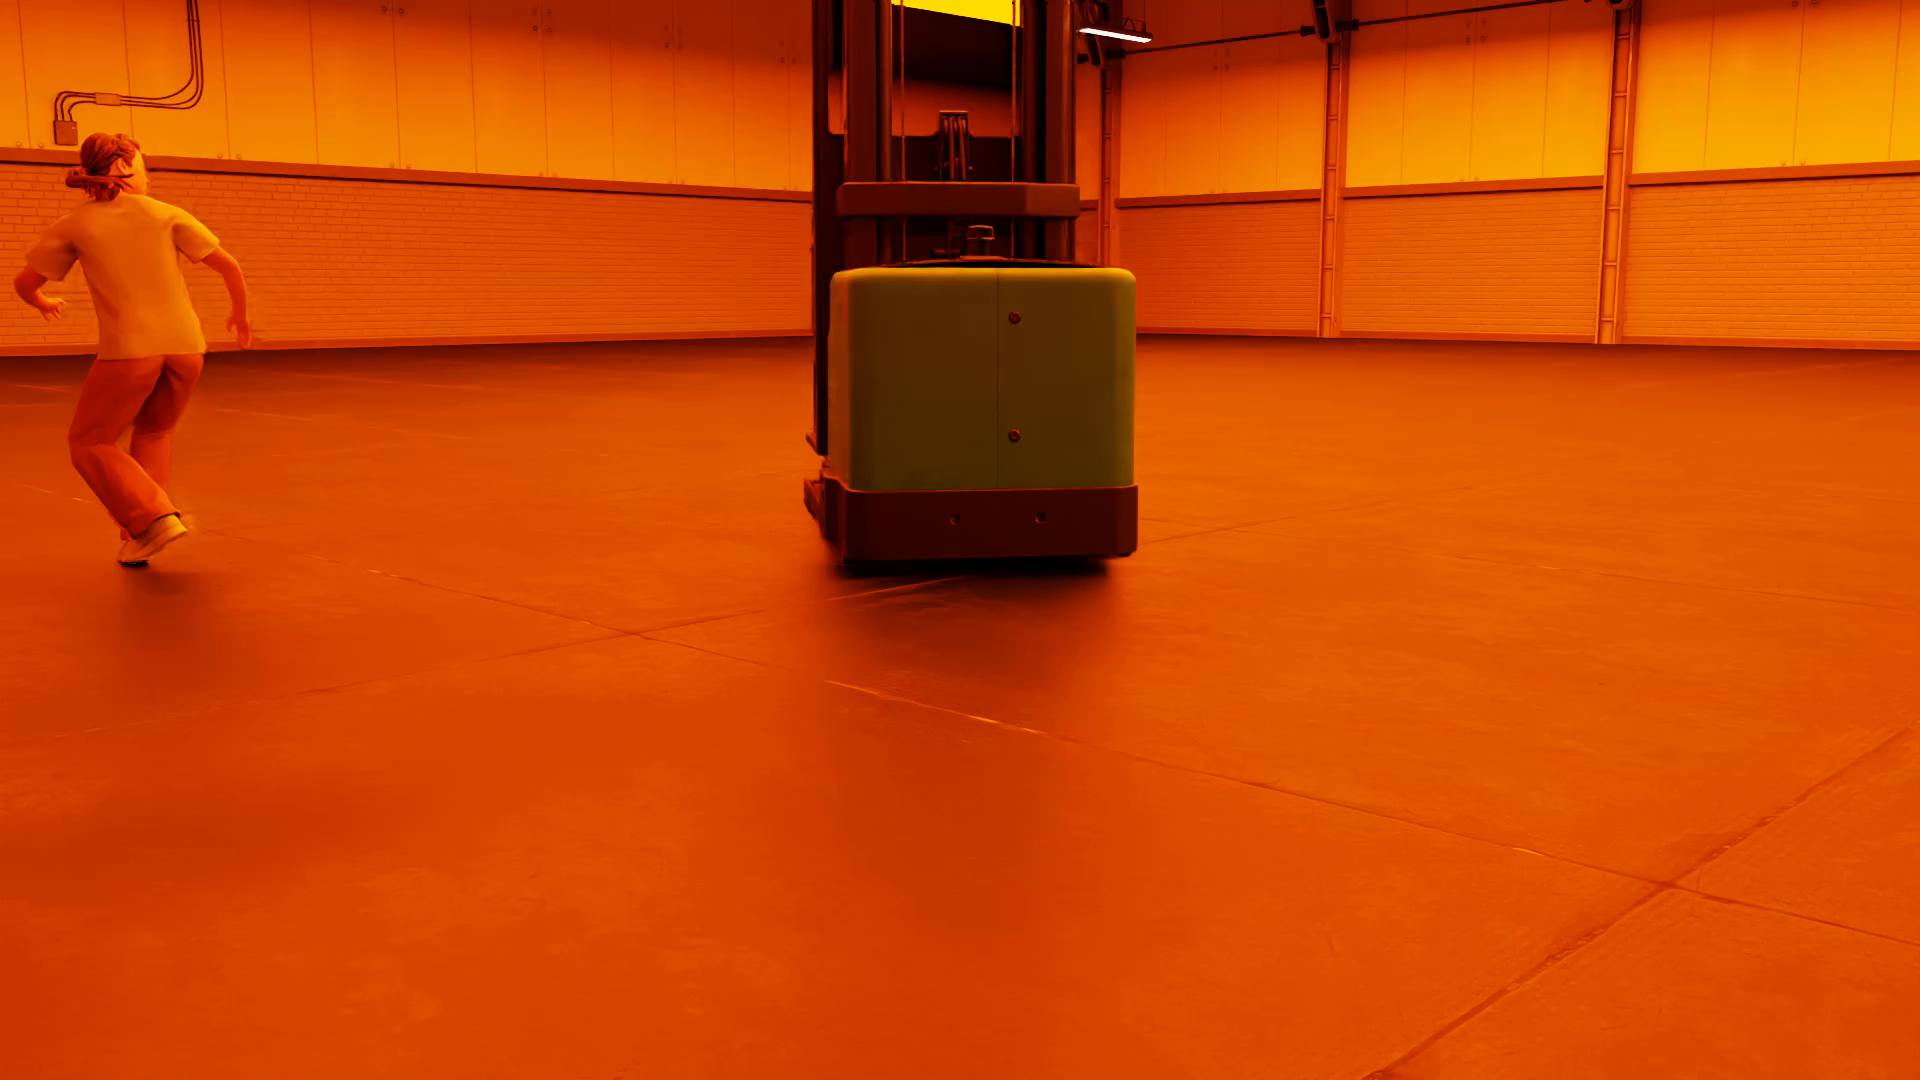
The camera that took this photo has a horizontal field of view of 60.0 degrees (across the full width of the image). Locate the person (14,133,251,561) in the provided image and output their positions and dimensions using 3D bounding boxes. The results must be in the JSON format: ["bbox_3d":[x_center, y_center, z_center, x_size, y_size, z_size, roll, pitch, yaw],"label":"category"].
[{"bbox_3d":[-2.976,-0.683,6.055,0.774,1.551,0.749,-7,11,-40],"label":"person"}]

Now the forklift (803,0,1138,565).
[{"bbox_3d":[-0.104,-1.539,7.096,1.130,2.935,3.031,-1,9,-9],"label":"forklift"}]
